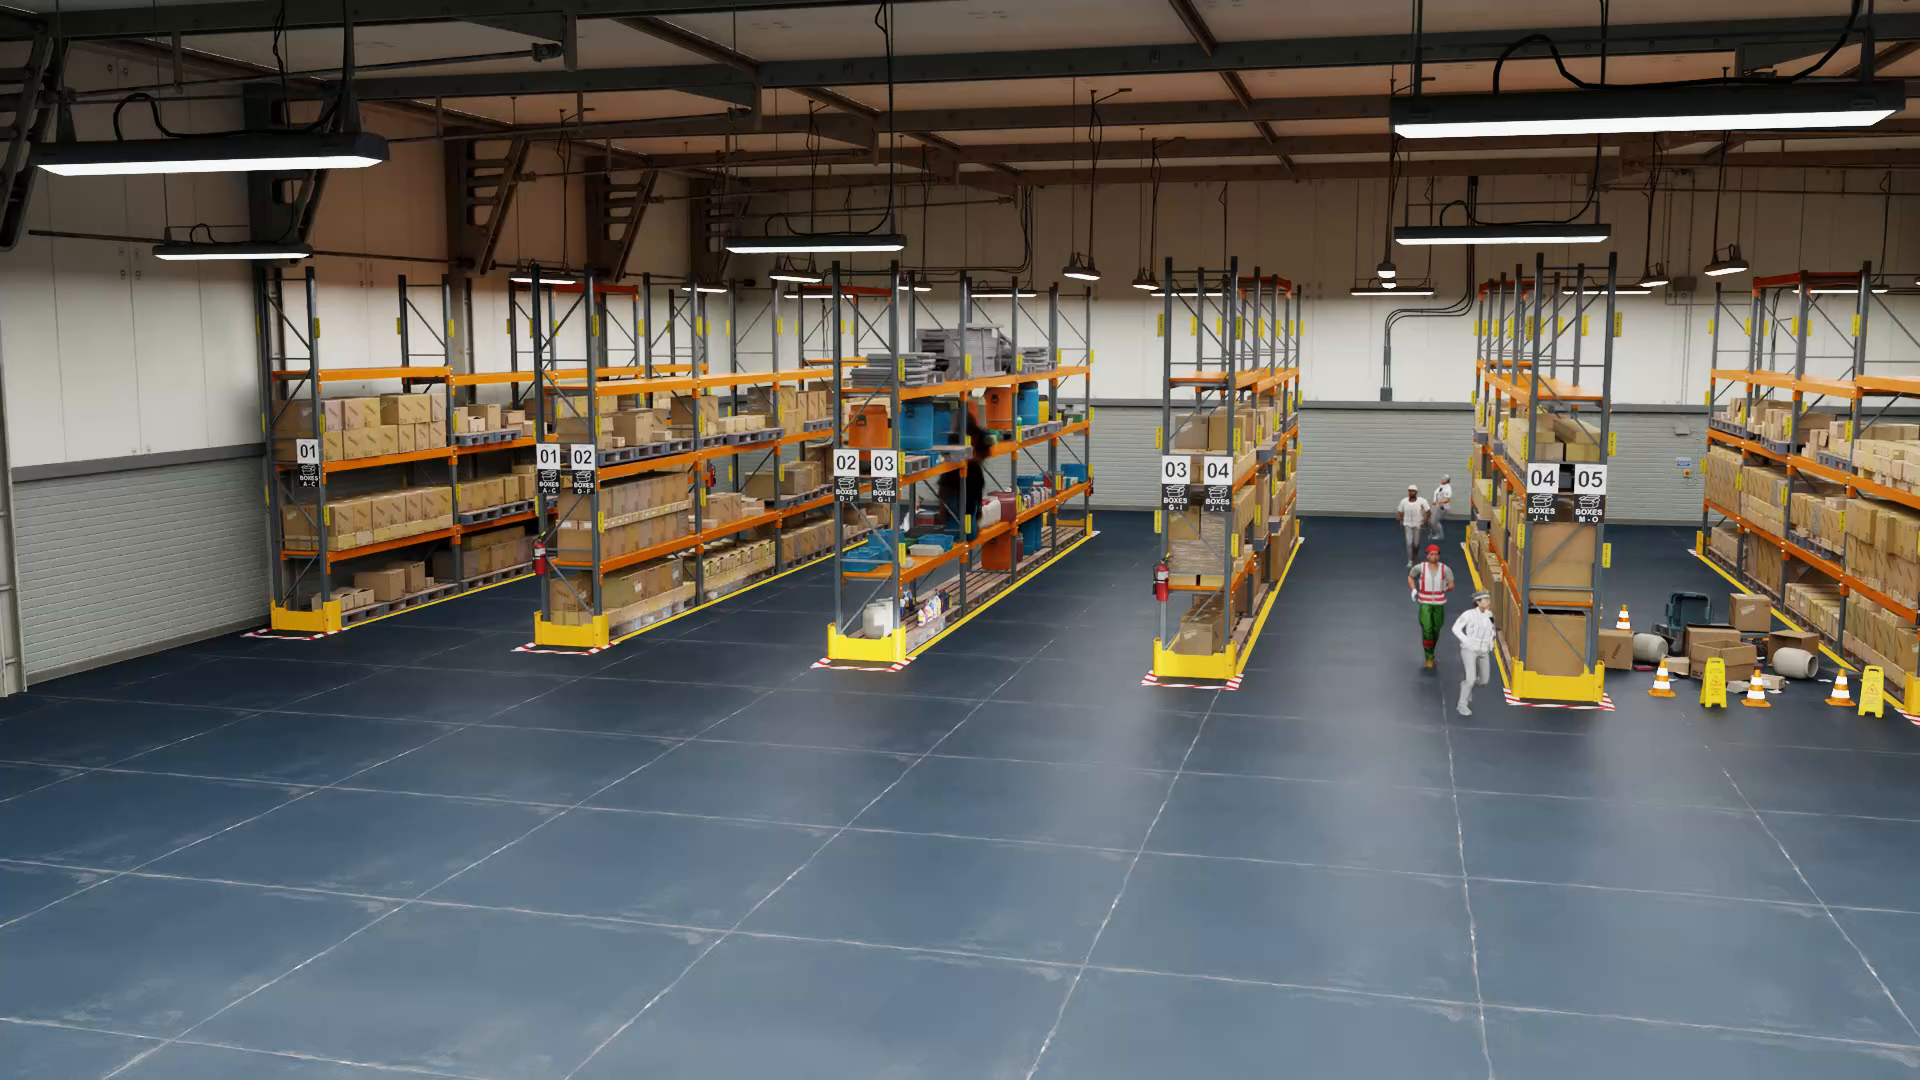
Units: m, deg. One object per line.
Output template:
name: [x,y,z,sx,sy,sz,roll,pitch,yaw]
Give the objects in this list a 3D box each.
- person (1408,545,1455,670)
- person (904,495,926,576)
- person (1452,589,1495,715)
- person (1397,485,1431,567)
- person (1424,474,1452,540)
person: [7.028,0.964,24.777,0.645,1.808,0.848,1,7,6]
person: [-0.896,-0.082,33.504,0.593,1.660,0.624,1,7,12]
person: [6.786,1.445,21.917,0.631,1.627,0.569,-2,7,-14]
person: [9.578,-0.302,35.149,0.693,1.735,0.582,3,8,23]
person: [11.292,-0.775,39.340,0.536,1.597,0.741,0,7,1]
